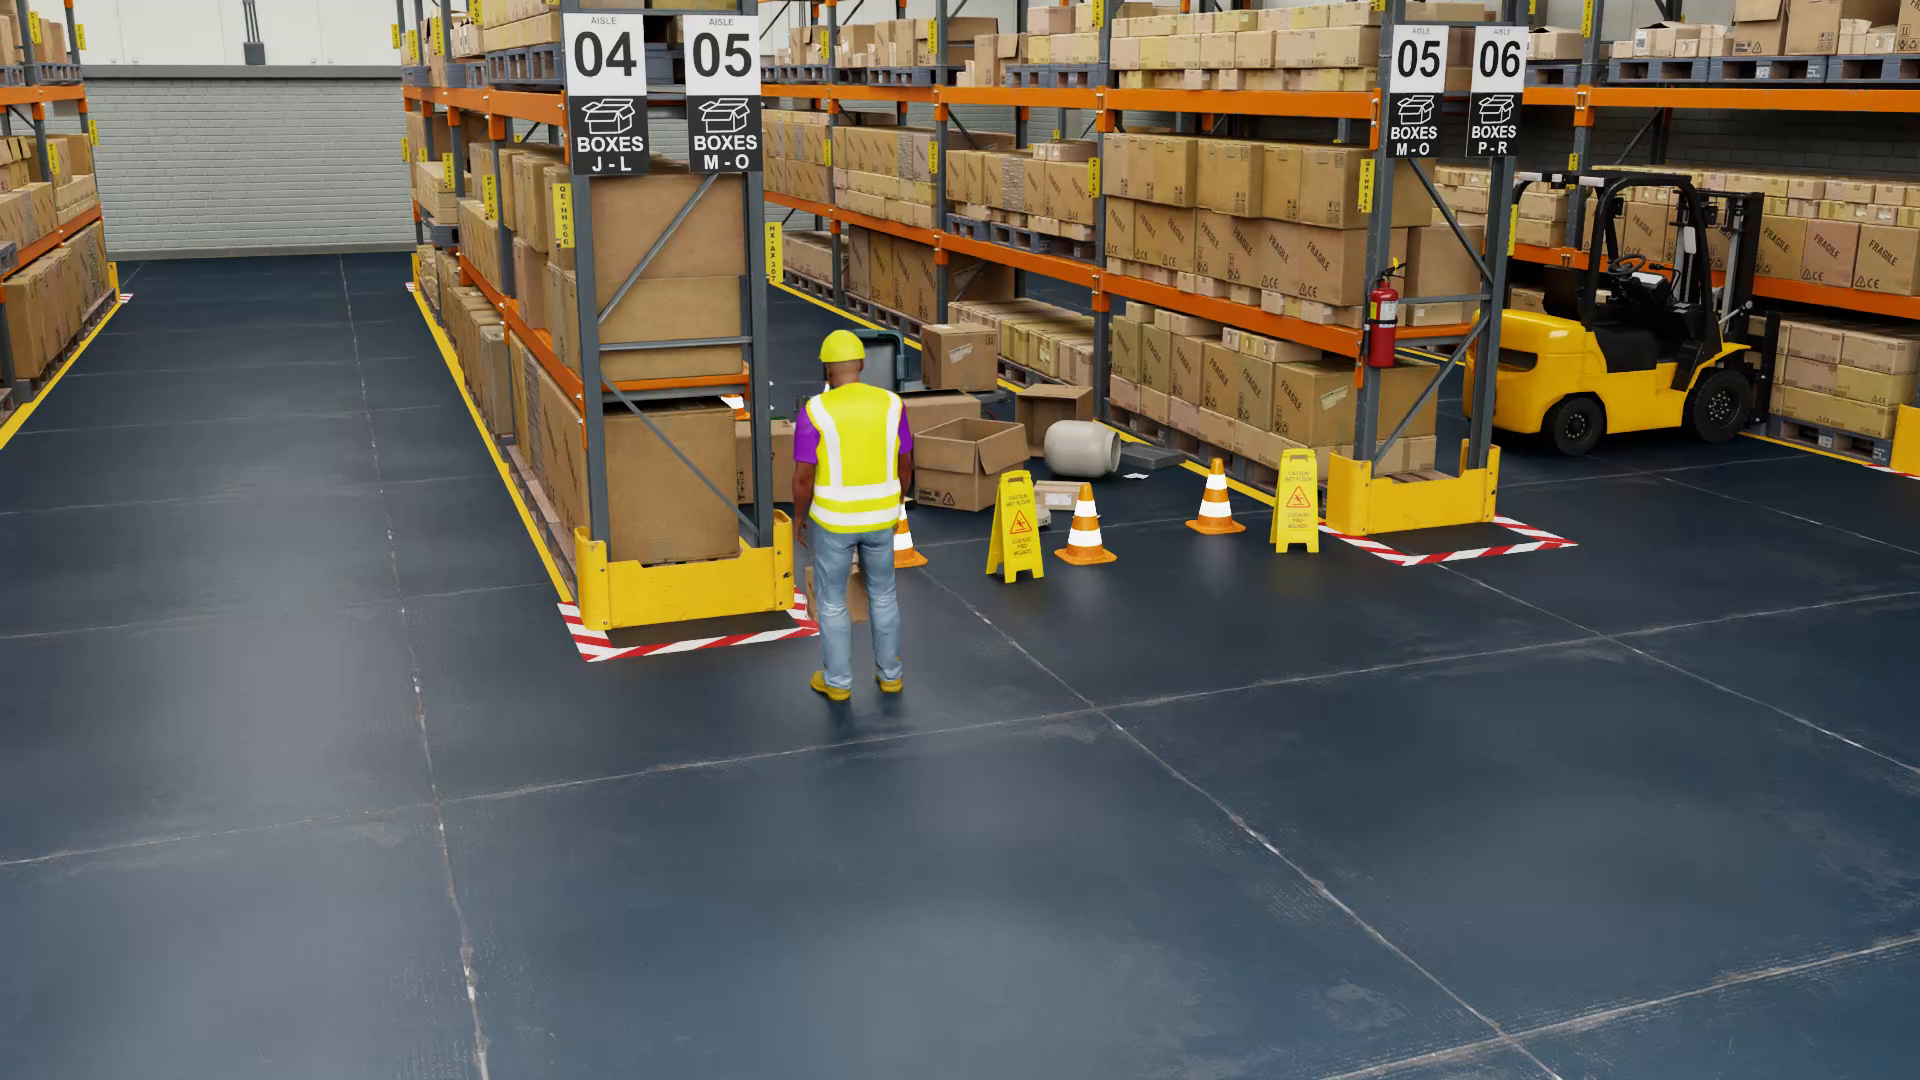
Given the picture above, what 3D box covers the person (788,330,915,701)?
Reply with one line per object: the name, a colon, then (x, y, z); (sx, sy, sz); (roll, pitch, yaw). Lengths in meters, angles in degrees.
person: (-0.519, -0.117, 7.913); (0.627, 1.761, 0.459); (-6, 17, -20)
